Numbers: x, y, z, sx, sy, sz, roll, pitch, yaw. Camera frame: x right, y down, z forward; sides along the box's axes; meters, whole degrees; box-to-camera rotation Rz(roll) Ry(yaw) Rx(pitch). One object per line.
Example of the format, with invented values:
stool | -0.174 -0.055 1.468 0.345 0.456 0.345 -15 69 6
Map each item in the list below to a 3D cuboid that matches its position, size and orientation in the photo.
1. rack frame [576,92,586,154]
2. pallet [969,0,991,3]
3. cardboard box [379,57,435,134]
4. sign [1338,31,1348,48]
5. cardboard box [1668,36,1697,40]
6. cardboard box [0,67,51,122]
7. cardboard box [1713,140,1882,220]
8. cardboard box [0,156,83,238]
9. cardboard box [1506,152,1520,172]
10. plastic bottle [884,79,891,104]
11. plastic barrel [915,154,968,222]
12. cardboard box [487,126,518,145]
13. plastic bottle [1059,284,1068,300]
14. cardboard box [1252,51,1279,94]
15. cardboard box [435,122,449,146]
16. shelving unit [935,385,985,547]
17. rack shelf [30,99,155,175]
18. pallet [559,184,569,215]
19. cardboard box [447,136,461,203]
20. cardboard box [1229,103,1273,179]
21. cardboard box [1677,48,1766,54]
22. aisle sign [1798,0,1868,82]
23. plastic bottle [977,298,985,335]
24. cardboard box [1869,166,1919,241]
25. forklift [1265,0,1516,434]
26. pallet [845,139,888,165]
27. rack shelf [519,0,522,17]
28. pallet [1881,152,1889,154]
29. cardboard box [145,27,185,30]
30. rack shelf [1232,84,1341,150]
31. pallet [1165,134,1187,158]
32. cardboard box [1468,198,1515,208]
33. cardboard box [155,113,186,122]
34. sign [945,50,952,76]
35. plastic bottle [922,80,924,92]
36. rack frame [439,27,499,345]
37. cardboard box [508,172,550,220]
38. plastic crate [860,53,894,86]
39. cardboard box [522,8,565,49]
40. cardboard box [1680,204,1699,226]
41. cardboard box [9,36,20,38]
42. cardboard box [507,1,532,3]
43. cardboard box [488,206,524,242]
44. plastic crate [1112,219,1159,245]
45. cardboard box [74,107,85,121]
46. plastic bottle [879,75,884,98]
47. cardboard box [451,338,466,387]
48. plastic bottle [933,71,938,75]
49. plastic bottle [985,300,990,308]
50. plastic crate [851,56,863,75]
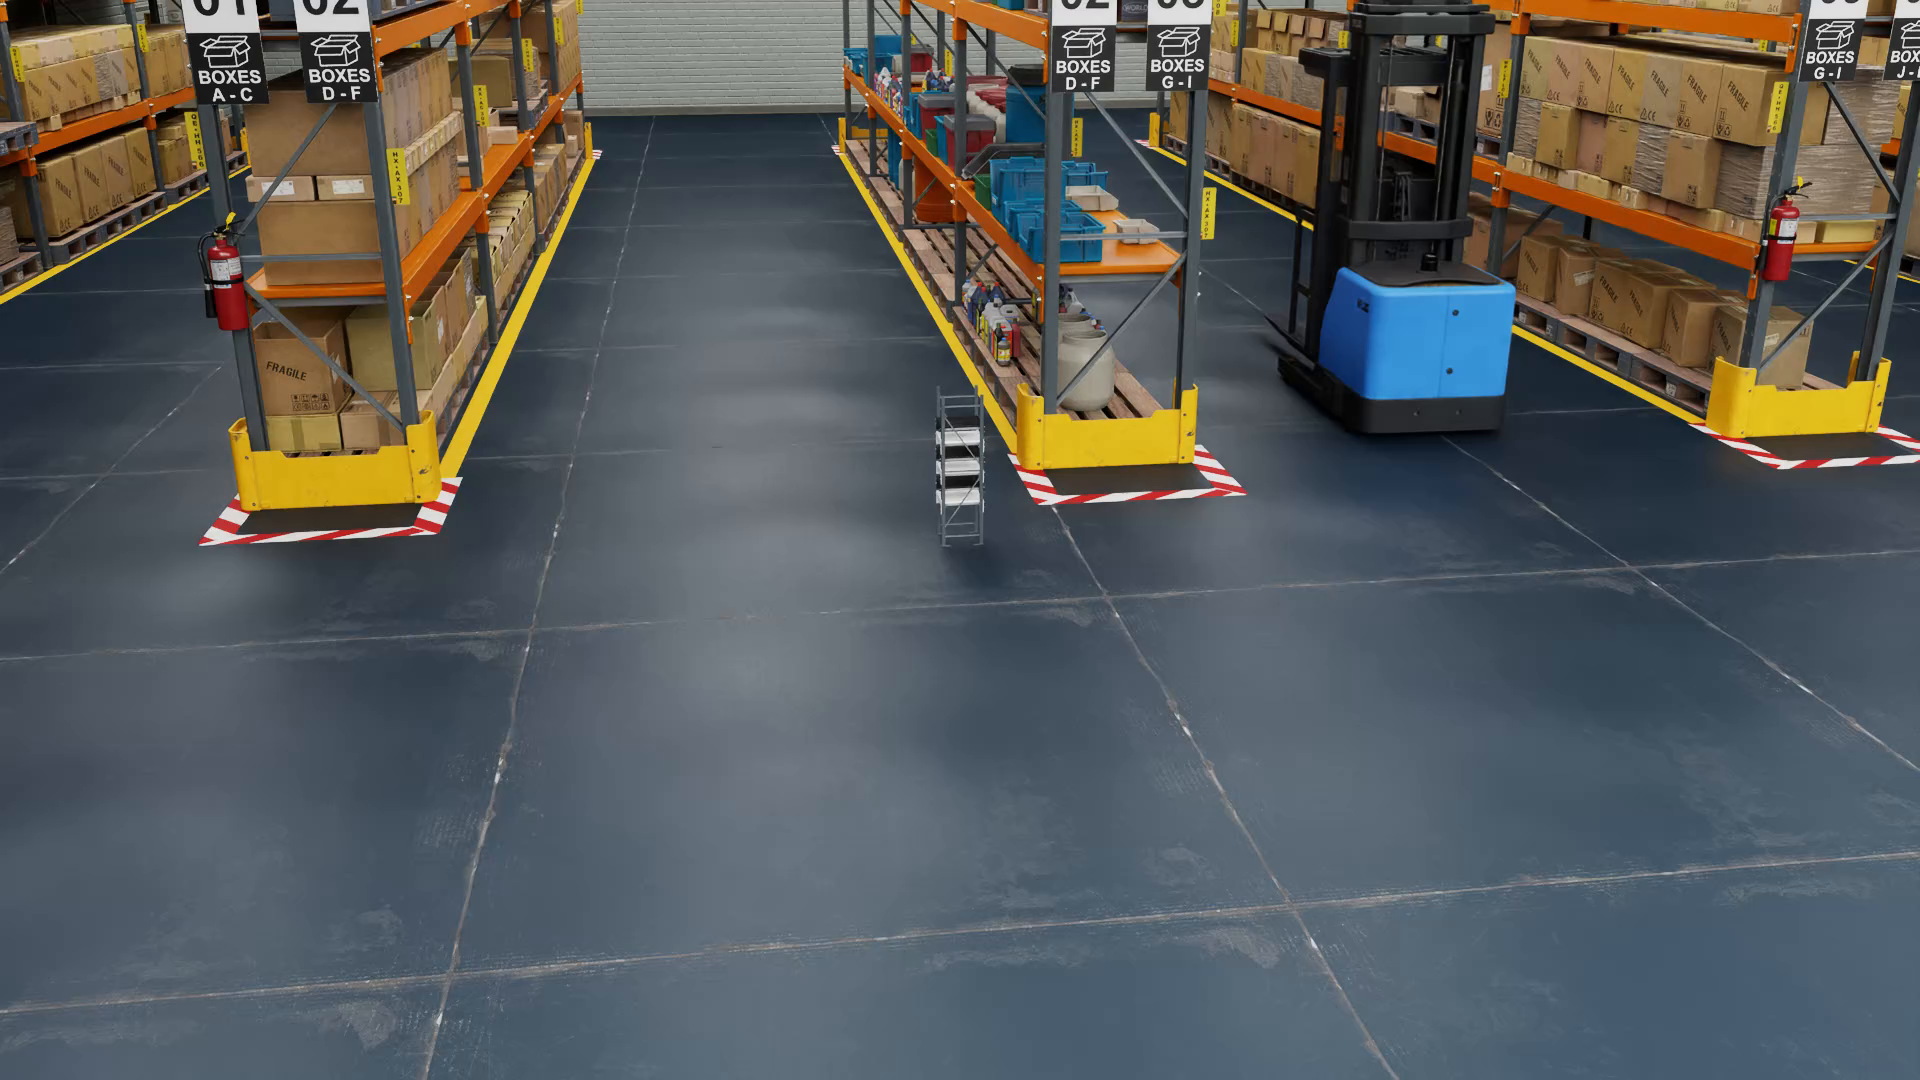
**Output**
rack frame | -6.176 -7.218 24.755 1.000 3.000 0.127 -3 21 -8
pallet | 0.657 -4.384 13.149 1.213 0.211 1.003 -3 21 -8
cardboard box | -4.230 -3.216 12.044 0.700 0.500 0.500 -3 21 -8
sign | 4.232 -5.460 18.393 0.100 0.325 0.005 -3 21 -8
cardboard box | 9.491 -6.502 21.746 0.380 0.149 0.250 -3 21 -8
cardboard box | -9.741 -4.574 17.079 0.500 0.500 0.500 -2 21 -6
cardboard box | 5.882 -2.555 11.702 0.875 0.500 0.500 -3 21 -8
cardboard box | -9.900 -3.648 17.669 0.750 0.750 0.750 -3 21 -8
cardboard box | 5.090 -3.355 14.770 0.380 0.149 0.250 -3 21 -8
plastic bottle | -0.841 -5.443 20.181 0.152 0.276 0.135 -3 21 -8
plastic barrel | -0.208 -4.046 18.762 0.600 0.830 0.708 -3 21 -8
cardboard box | -4.620 -4.033 16.587 0.380 0.149 0.250 -3 21 -8
plastic bottle | 0.862 -2.002 13.947 0.144 0.351 0.185 -4 21 -10
cardboard box | 4.096 -6.033 21.438 0.500 0.500 0.500 -3 21 -8
cardboard box | -4.082 -3.064 12.562 0.380 0.149 0.250 -3 21 -8
shelving unit | -0.001 -0.424 9.566 0.258 0.900 0.210 -3 21 -8
rack shelf | -10.213 -4.553 18.647 1.077 0.370 4.000 -3 21 -8
pallet | -5.445 -4.247 20.786 1.003 0.211 1.213 -3 21 -8
cardboard box | -4.376 -2.957 13.203 0.700 0.500 0.500 -3 21 -9
cardboard box | 4.316 -5.313 22.089 1.225 0.875 0.875 -3 21 -8
cardboard box | 5.907 -3.555 12.950 0.500 0.500 0.500 -3 21 -8
aisle sign | 5.646 -3.358 10.705 0.394 0.787 0.004 -3 21 -8
plastic bottle | 0.171 -1.821 13.557 0.061 0.283 0.133 -2 21 -5
cardboard box | 9.966 -3.464 17.320 1.050 0.750 0.750 -3 21 -8
forklift | 3.120 -2.582 12.441 1.130 2.935 3.031 -2 21 -6
pallet | -1.193 -5.873 25.139 1.003 0.211 1.213 -3 21 -8
rack shelf | -5.311 -6.209 18.794 1.077 0.370 4.000 -3 21 -8
pallet | 13.978 -5.792 24.923 1.003 0.211 1.213 -3 21 -8
cardboard box | -10.878 -6.680 22.886 0.980 0.700 0.700 -3 21 -8
rack shelf | 4.492 -5.302 20.654 1.077 0.370 4.000 -3 21 -8
pallet | 3.820 -6.137 25.847 1.003 0.211 1.213 -3 21 -8
cardboard box | 5.159 -3.170 16.861 0.700 0.500 0.500 -5 21 -12
cardboard box | -10.984 -5.831 23.085 0.380 0.149 0.250 -3 21 -7
sign | -0.153 -6.239 21.737 0.100 0.325 0.005 -3 21 -8
plastic bottle | -0.441 -5.856 21.392 0.097 0.201 0.097 0 20 0
rack frame | -4.446 -3.064 13.631 1.000 3.000 0.127 -3 21 -8
cardboard box | -4.887 -3.837 18.645 0.500 0.500 0.500 -4 21 -10
plastic crate | -1.102 -6.247 22.092 0.392 0.384 0.575 -3 21 -8
cardboard box | -5.464 -6.705 21.808 0.500 0.500 0.500 -4 21 -9
cardboard box | 5.545 -2.405 12.228 0.380 0.149 0.250 -3 21 -8
cardboard box | -10.388 -5.245 17.805 0.500 0.250 0.500 -3 21 -9
cardboard box | -6.290 -7.386 23.633 0.500 0.500 0.500 -3 21 -7
cardboard box | -4.552 -3.096 16.247 0.500 0.311 0.500 -3 21 -8
plastic crate | 1.222 -2.130 11.508 0.298 0.136 0.250 -3 21 -8
cardboard box | -9.974 -4.745 18.464 0.380 0.149 0.250 -3 21 -7
plastic bottle | -0.965 -5.674 20.804 0.097 0.271 0.097 0 20 0
cardboard box | -3.941 -1.304 12.249 0.500 0.250 0.500 -3 21 -8
plastic bottle | -0.321 -5.904 21.413 0.152 0.276 0.135 -3 21 -8
plastic bottle | 0.247 -1.825 13.587 0.097 0.271 0.097 0 20 0
plastic crate | -1.331 -6.755 23.668 0.416 0.233 0.300 -3 21 -8
